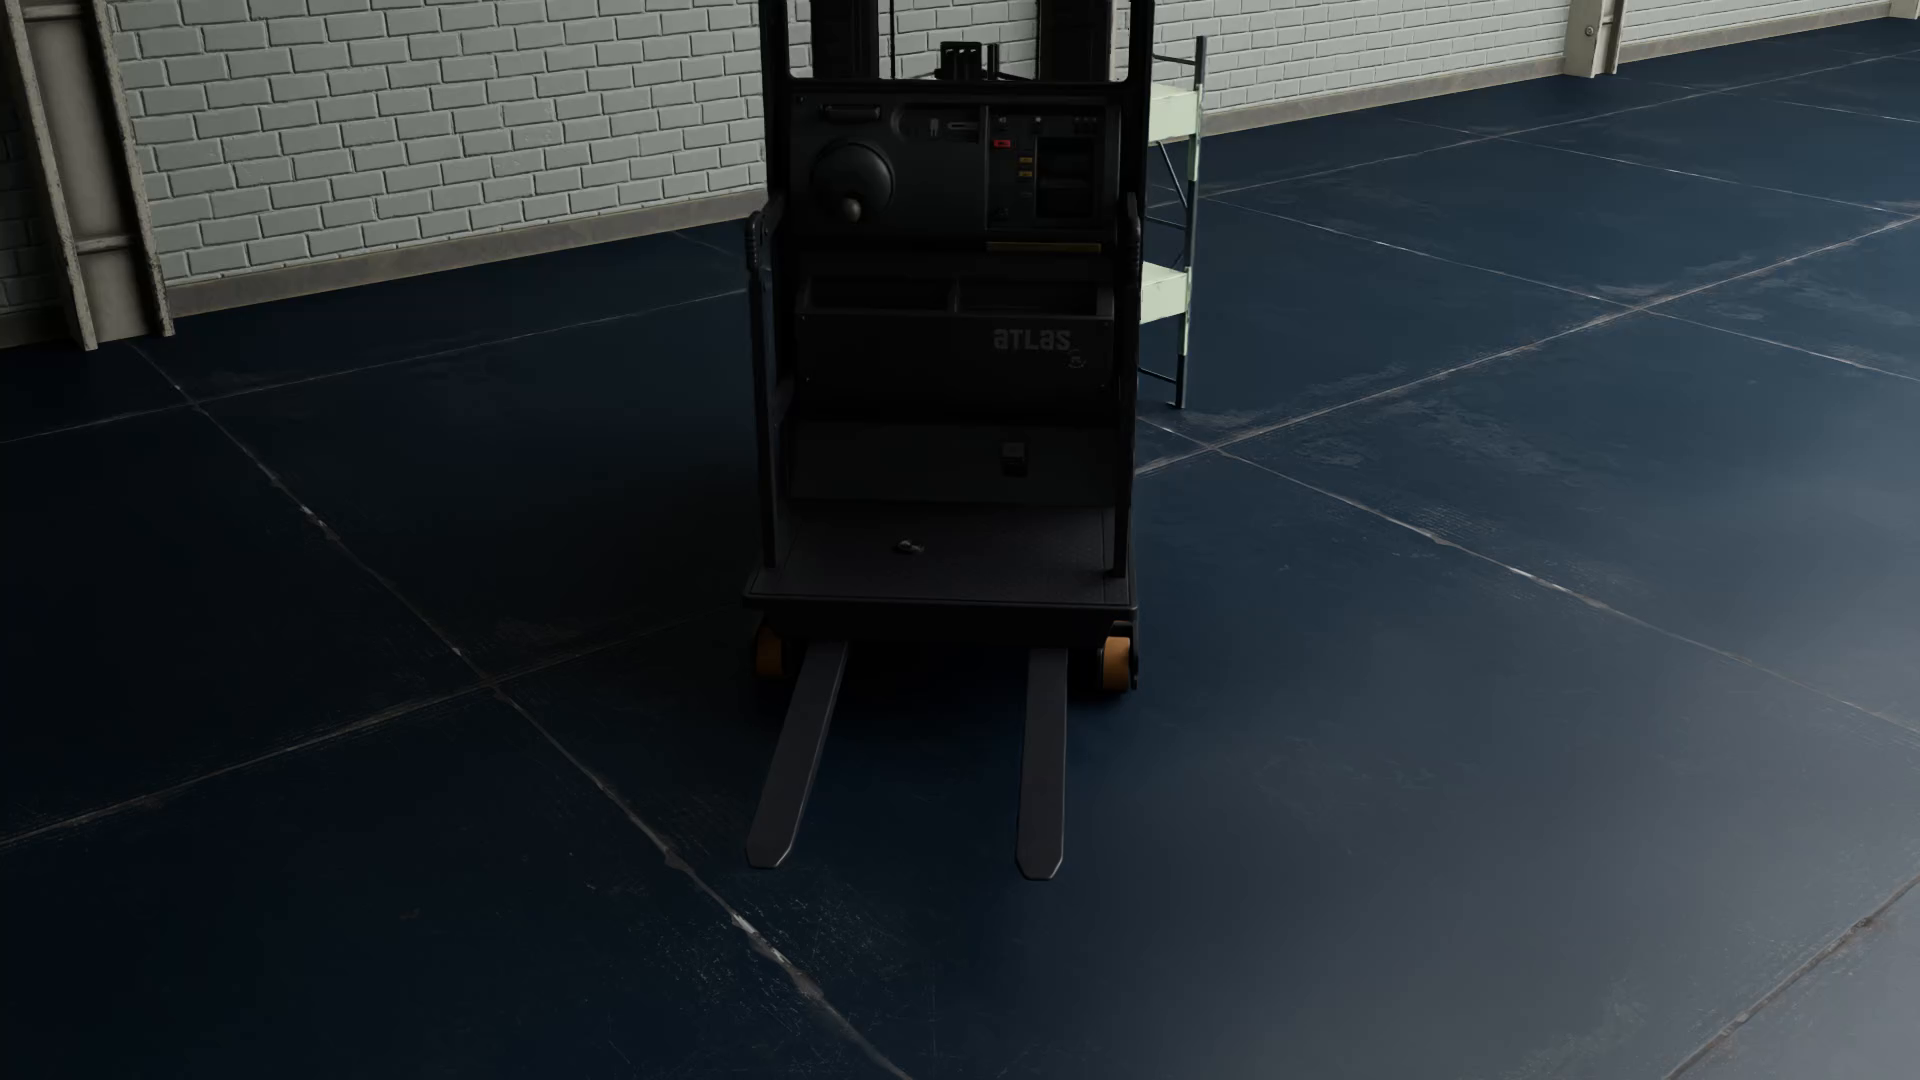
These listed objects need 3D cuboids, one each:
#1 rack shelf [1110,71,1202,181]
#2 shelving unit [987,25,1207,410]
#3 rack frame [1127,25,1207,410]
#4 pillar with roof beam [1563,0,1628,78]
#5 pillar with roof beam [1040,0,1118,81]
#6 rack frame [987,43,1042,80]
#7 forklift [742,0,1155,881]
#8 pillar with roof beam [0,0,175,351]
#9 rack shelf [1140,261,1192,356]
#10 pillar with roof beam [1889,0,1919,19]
[{"bbox_3d":[0.519,-1.544,6.369,0.720,0.370,0.431,-19,31,-35],"label":"rack shelf"},{"bbox_3d":[0.519,-1.190,6.533,0.755,1.500,0.431,-19,31,-35],"label":"shelving unit"},{"bbox_3d":[0.801,-1.289,6.746,0.023,1.500,0.400,-19,31,-35],"label":"rack frame"},{"bbox_3d":[8.152,-6.741,9.584,0.400,9.000,9.100,-18,31,-34],"label":"pillar with roof beam"},{"bbox_3d":[3.430,-5.182,6.226,0.400,9.000,9.100,-18,31,-34],"label":"pillar with roof beam"},{"bbox_3d":[0.238,-1.092,6.321,0.023,1.500,0.400,-19,31,-35],"label":"rack frame"},{"bbox_3d":[-0.027,-1.033,4.494,1.130,2.935,3.031,2,25,4],"label":"forklift"},{"bbox_3d":[-1.291,-3.623,2.868,0.400,9.000,9.100,-18,31,-34],"label":"pillar with roof beam"},{"bbox_3d":[0.519,-0.895,6.671,0.720,0.370,0.431,-19,31,-35],"label":"rack shelf"},{"bbox_3d":[12.873,-8.299,12.943,0.400,9.000,9.100,-18,31,-34],"label":"pillar with roof beam"}]
